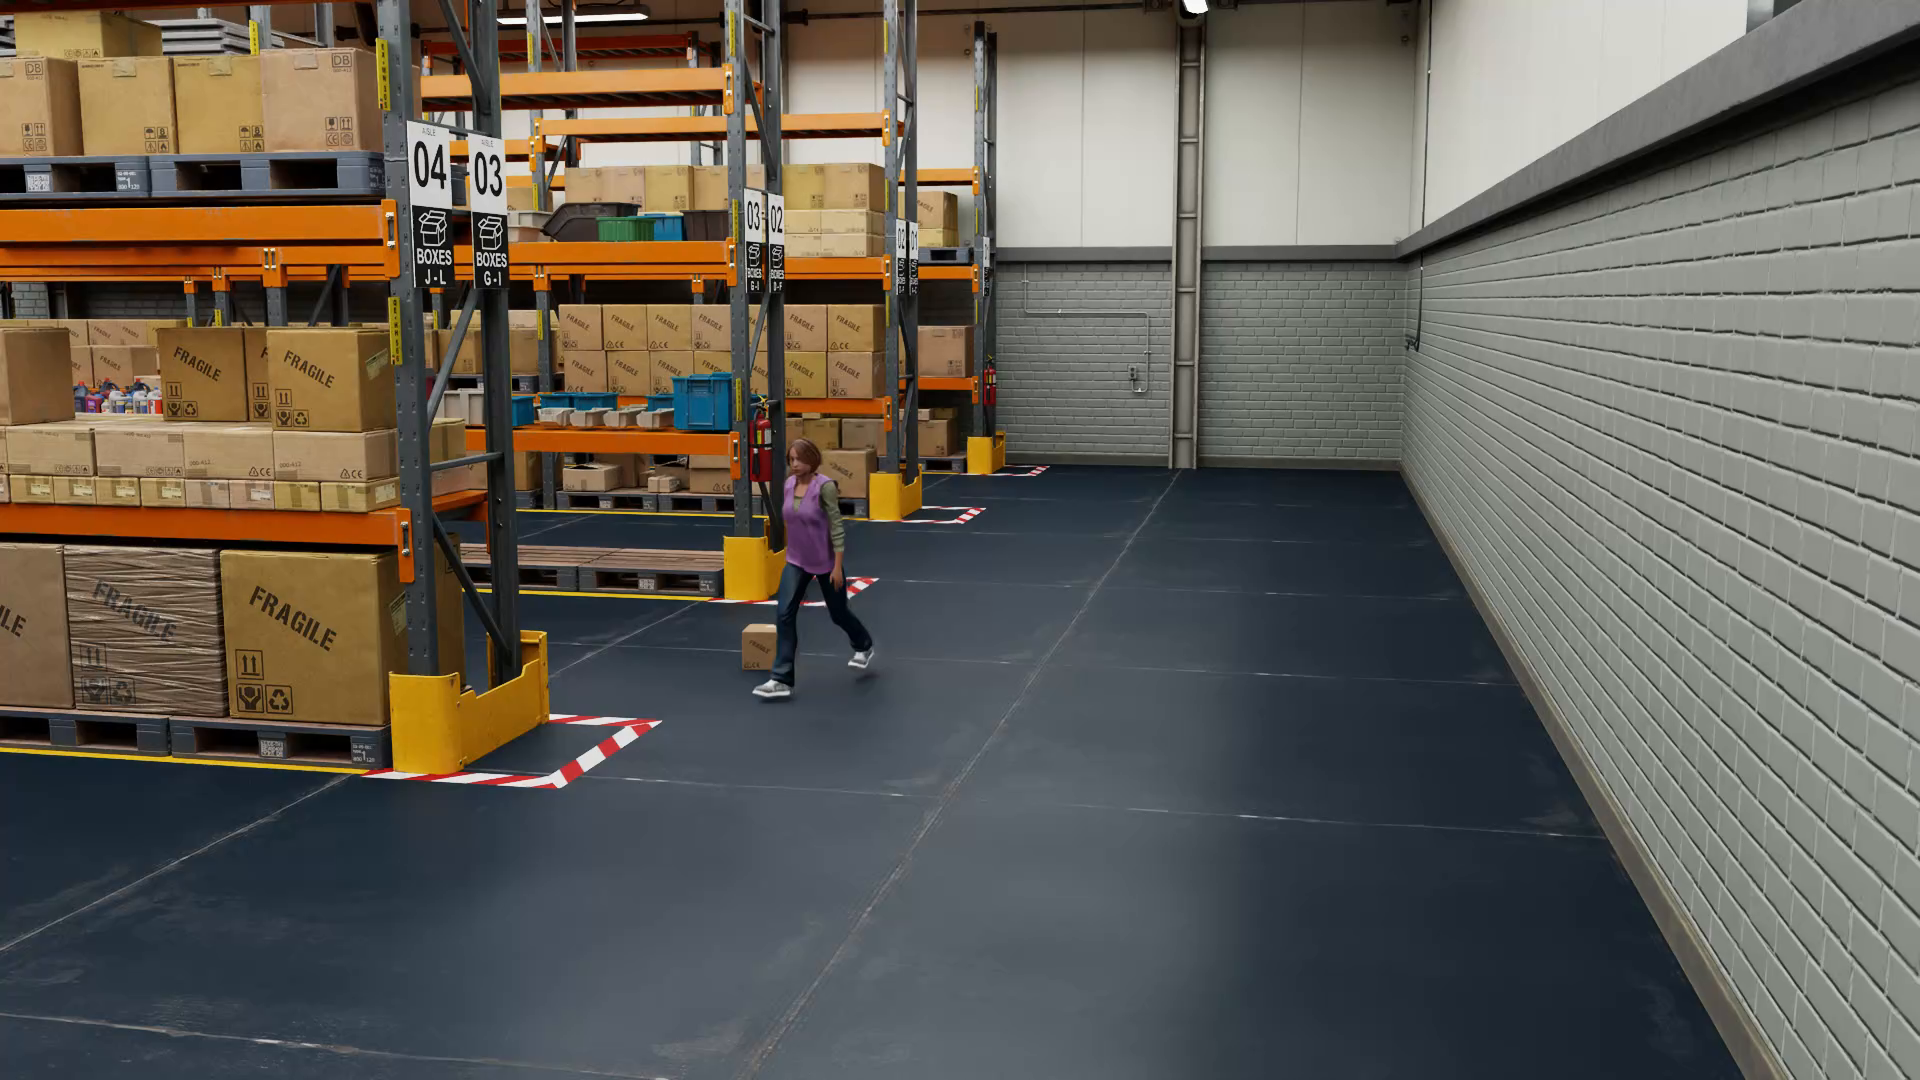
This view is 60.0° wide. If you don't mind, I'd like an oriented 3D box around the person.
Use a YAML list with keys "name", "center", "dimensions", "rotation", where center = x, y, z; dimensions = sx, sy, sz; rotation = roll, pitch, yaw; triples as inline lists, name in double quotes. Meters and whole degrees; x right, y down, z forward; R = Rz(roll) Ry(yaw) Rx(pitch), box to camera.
- name: "person"
  center: [-0.843, 0.137, 10.017]
  dimensions: [0.420, 1.531, 1.006]
  rotation: [4, 9, 27]
